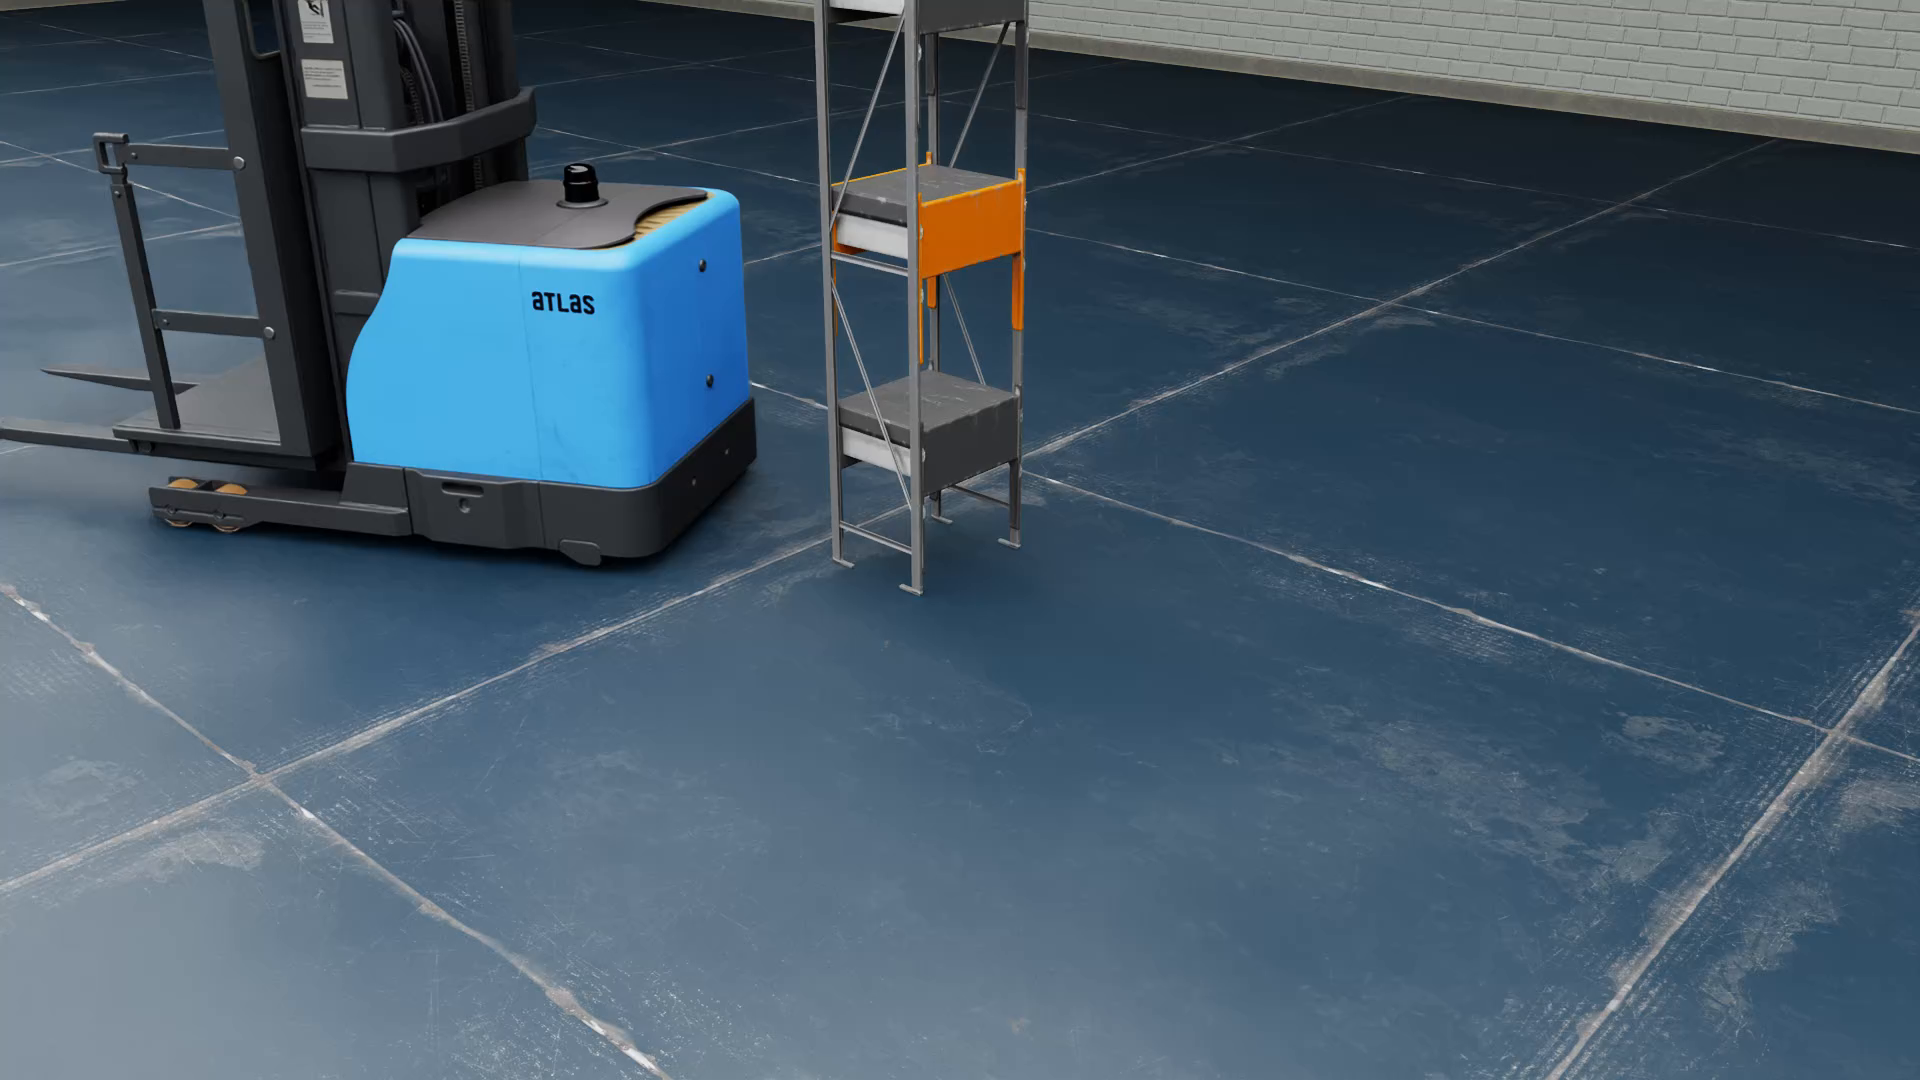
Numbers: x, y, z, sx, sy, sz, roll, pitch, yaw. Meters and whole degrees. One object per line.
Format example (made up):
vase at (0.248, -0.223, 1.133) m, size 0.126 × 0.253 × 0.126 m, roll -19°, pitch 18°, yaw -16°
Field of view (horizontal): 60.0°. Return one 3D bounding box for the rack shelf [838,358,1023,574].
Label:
rack shelf at (-0.110, -0.256, 5.500) m, size 0.431 × 0.518 × 0.480 m, roll 20°, pitch 31°, yaw 38°

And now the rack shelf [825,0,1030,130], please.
rack shelf at (-0.111, -1.534, 4.927) m, size 0.431 × 0.518 × 0.480 m, roll 20°, pitch 31°, yaw 38°

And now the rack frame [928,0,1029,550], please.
rack frame at (0.052, -0.982, 5.374) m, size 0.400 × 2.100 × 0.015 m, roll 20°, pitch 31°, yaw 38°

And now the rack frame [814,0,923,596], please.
rack frame at (-0.273, -0.833, 5.042) m, size 0.400 × 2.100 × 0.015 m, roll 20°, pitch 31°, yaw 38°

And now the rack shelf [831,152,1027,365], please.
rack shelf at (-0.110, -0.895, 5.214) m, size 0.431 × 0.518 × 0.480 m, roll 20°, pitch 31°, yaw 38°

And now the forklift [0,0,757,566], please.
forklift at (-2.341, -1.564, 5.657) m, size 3.031 × 2.935 × 1.130 m, roll 6°, pitch 25°, yaw 13°

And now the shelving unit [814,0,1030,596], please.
shelving unit at (-0.110, -0.908, 5.208) m, size 0.431 × 2.100 × 0.503 m, roll 20°, pitch 31°, yaw 38°
